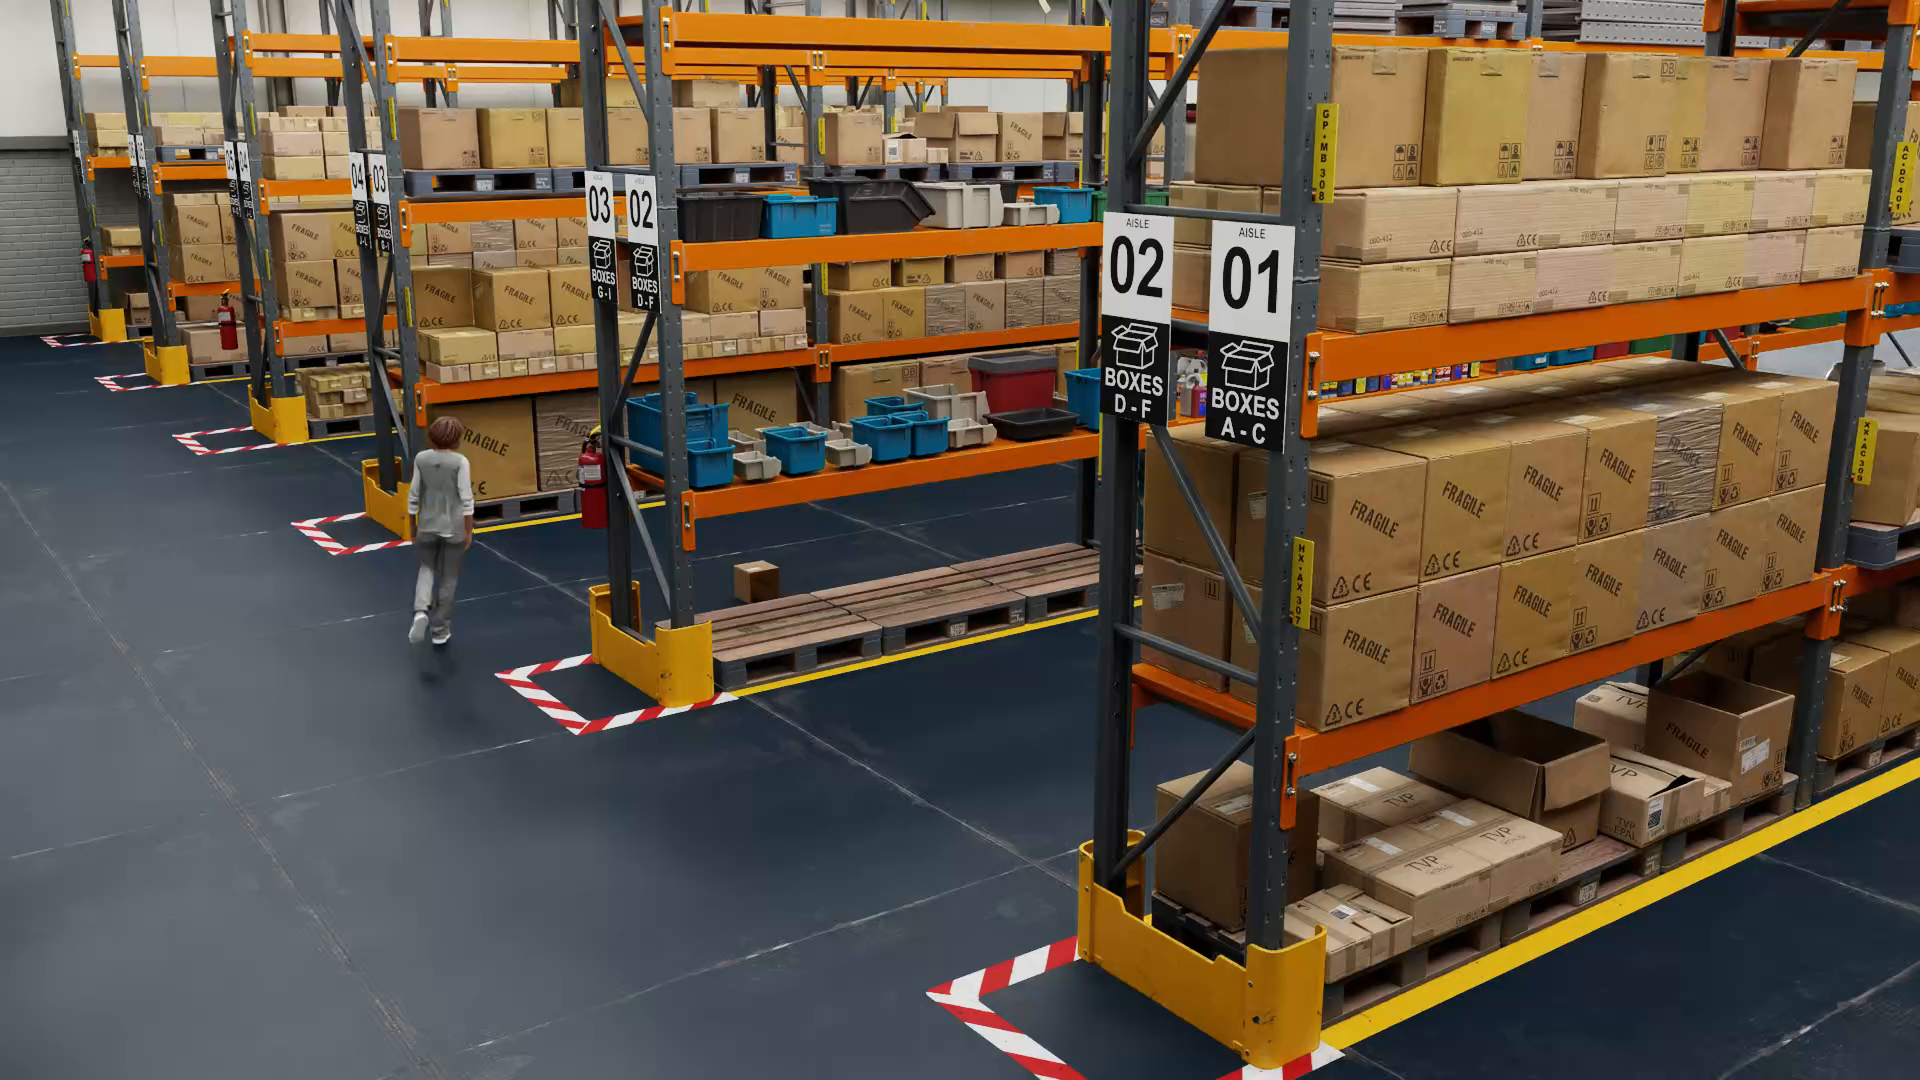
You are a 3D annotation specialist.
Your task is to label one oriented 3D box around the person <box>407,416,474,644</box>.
[{"bbox_3d":[-3.471,-0.051,11.150,0.466,1.576,0.474,0,15,-1],"label":"person"}]
